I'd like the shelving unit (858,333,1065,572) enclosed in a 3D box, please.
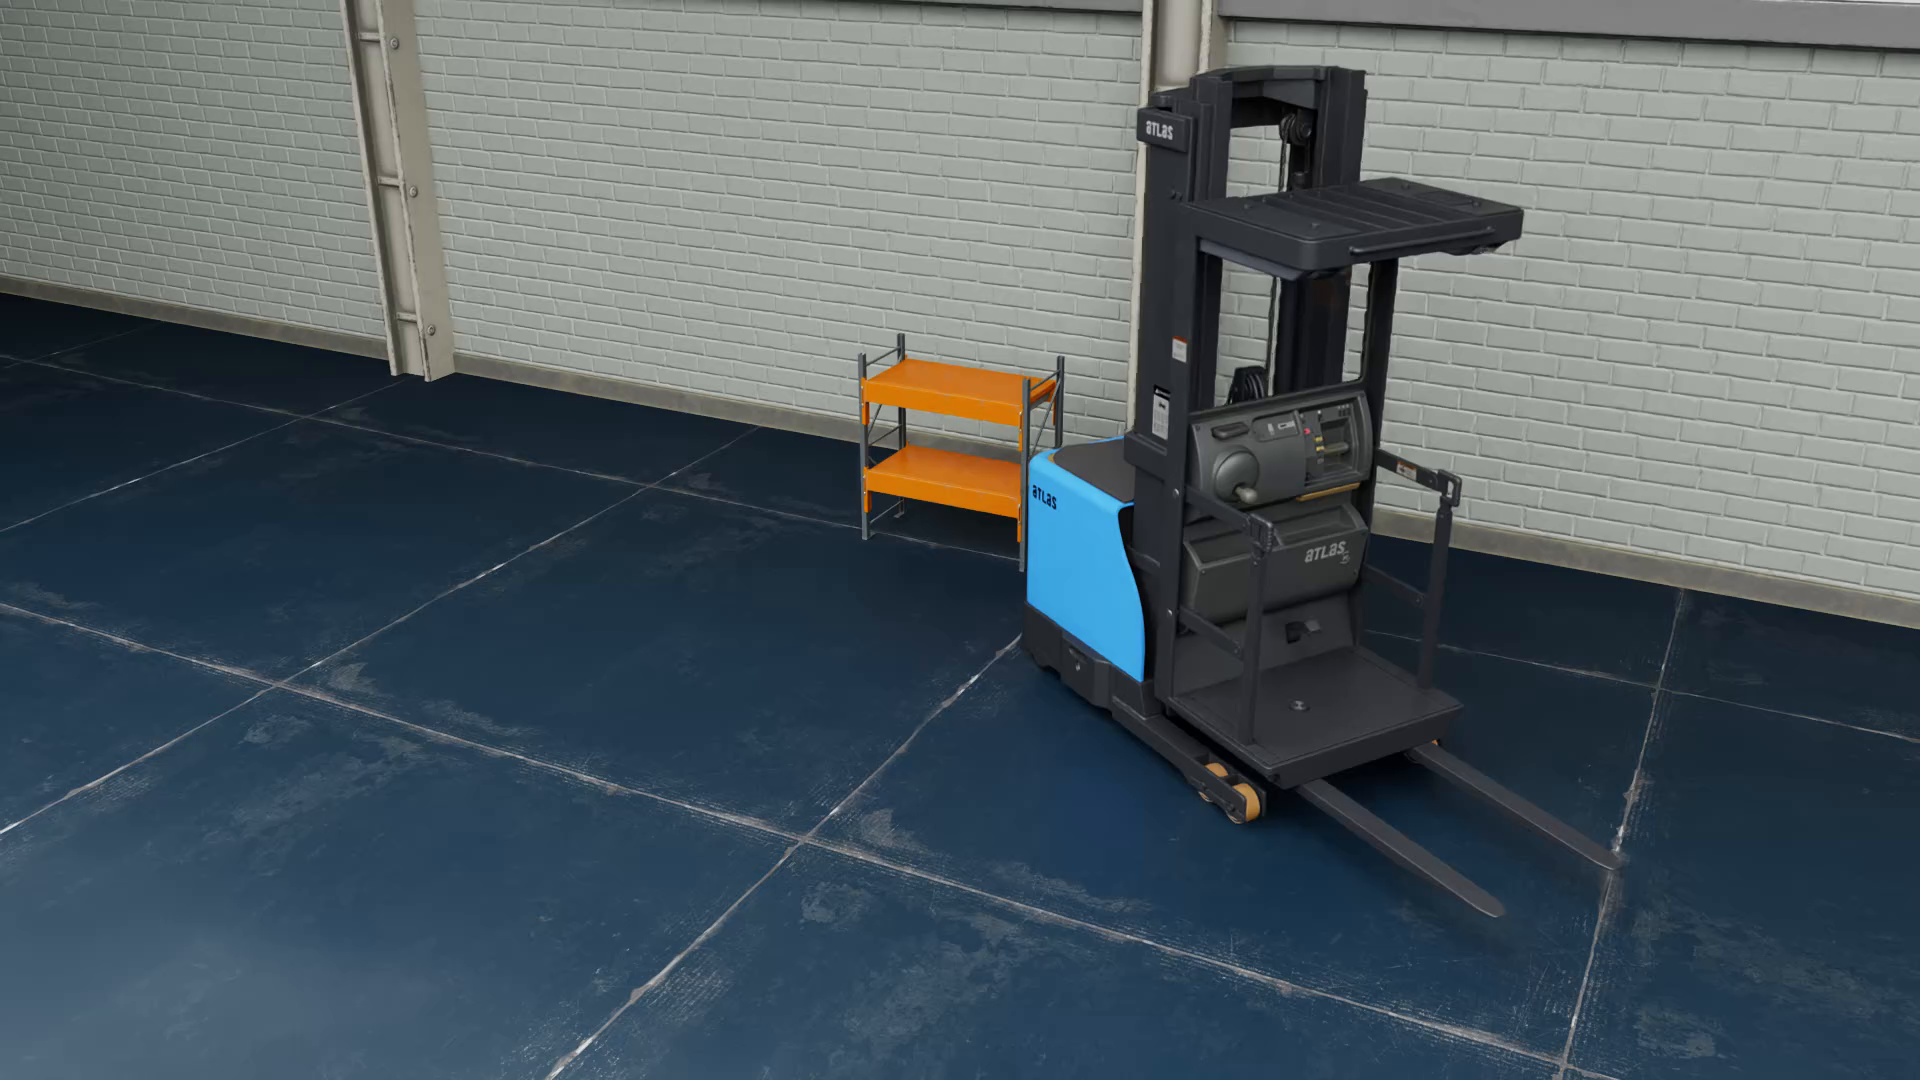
[{"bbox_3d":[0.006,-0.516,9.527,1.048,1.125,0.538,11,25,25],"label":"shelving unit"}]

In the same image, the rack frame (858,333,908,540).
[{"bbox_3d":[-0.448,-0.606,9.738,0.032,1.125,0.500,11,25,25],"label":"rack frame"}]

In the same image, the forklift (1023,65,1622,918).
[{"bbox_3d":[1.476,-0.365,6.864,1.130,2.935,3.031,-12,26,-27],"label":"forklift"}]

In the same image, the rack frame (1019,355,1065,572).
[{"bbox_3d":[0.460,-0.427,9.316,0.032,1.125,0.500,11,25,25],"label":"rack frame"}]

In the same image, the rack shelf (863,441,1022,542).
[{"bbox_3d":[0.006,-0.291,9.623,1.000,0.278,0.538,11,25,25],"label":"rack shelf"}]

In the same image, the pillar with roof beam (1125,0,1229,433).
[{"bbox_3d":[-0.700,-2.862,4.982,0.400,9.000,9.100,11,25,25],"label":"pillar with roof beam"}]

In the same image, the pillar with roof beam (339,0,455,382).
[{"bbox_3d":[-6.055,-3.922,7.473,0.400,9.000,9.100,11,25,25],"label":"pillar with roof beam"}]

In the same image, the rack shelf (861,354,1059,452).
[{"bbox_3d":[0.006,-0.786,9.413,1.000,0.278,0.538,11,25,25],"label":"rack shelf"}]
